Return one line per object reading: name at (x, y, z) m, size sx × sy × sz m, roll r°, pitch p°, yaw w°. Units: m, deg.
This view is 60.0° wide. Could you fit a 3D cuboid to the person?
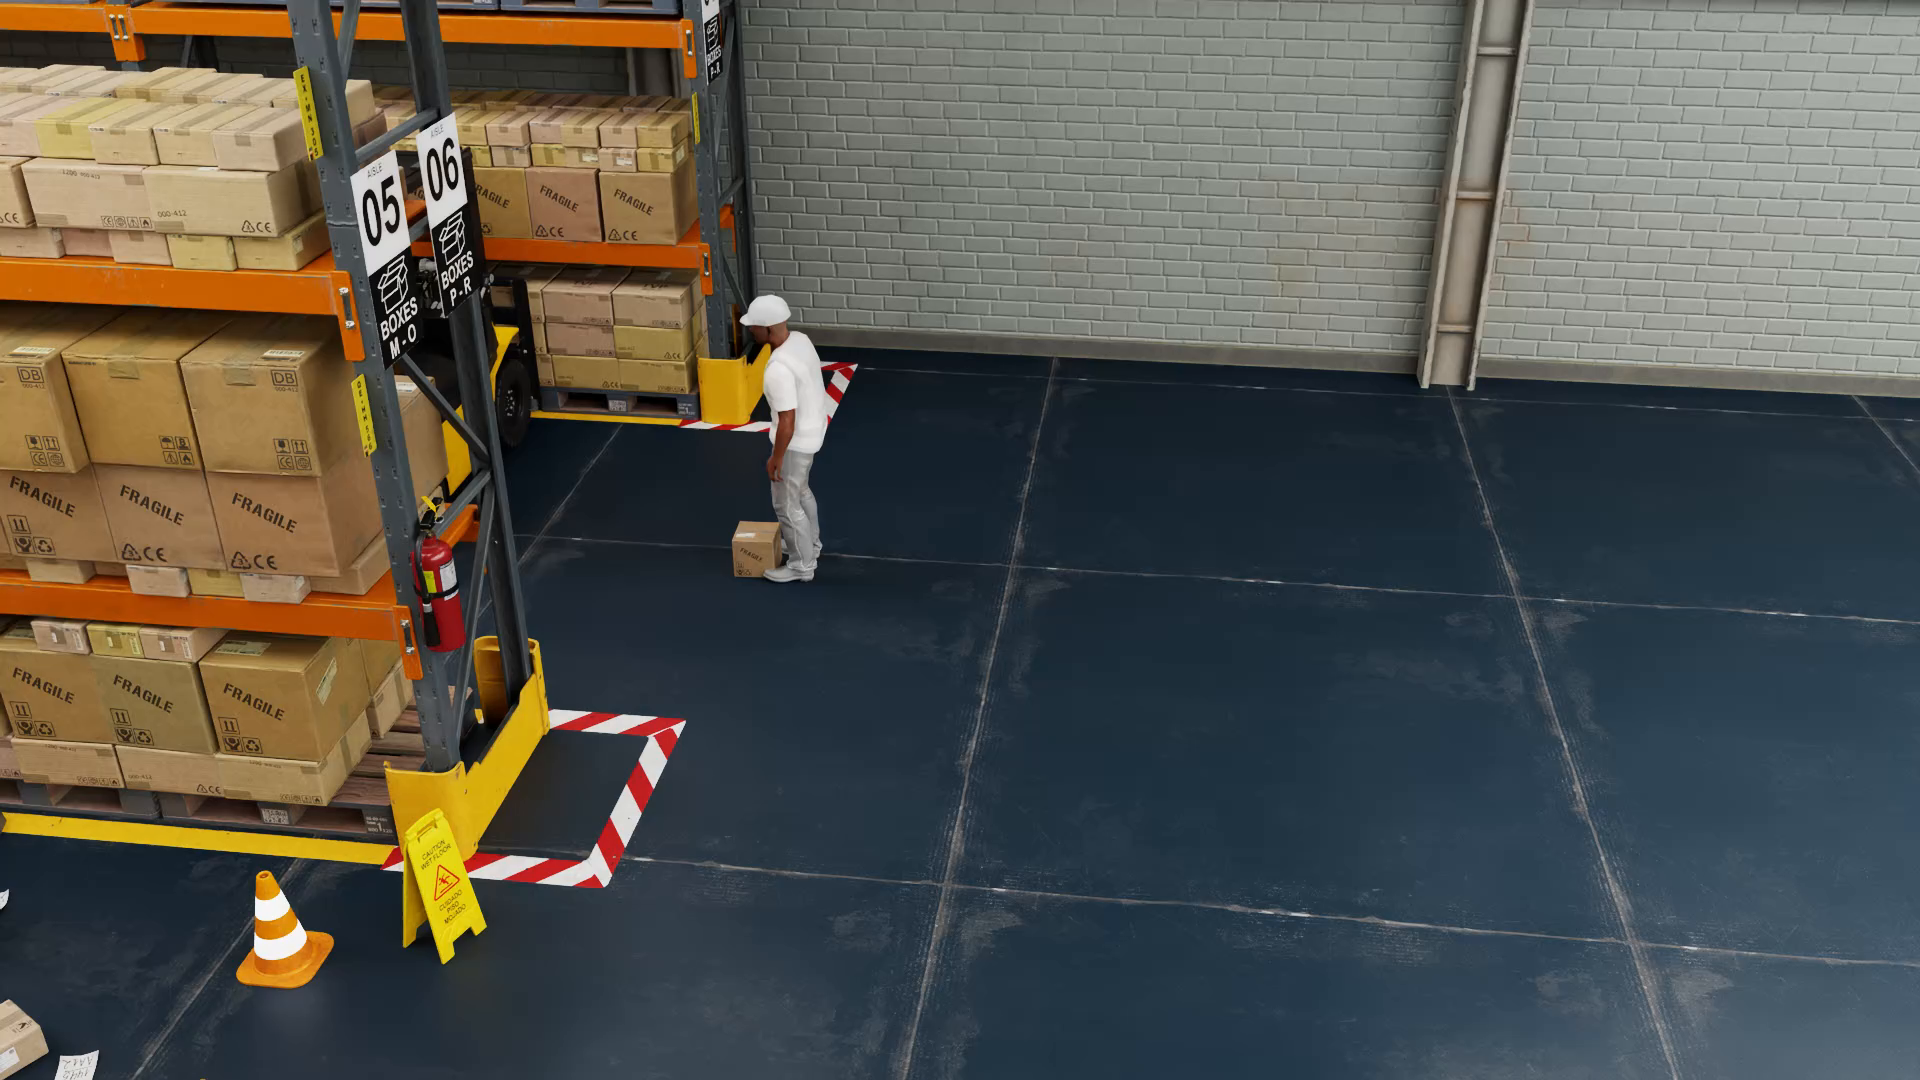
person at (-1.008, -0.600, 9.721) m, size 0.462 × 1.761 × 0.629 m, roll 3°, pitch 28°, yaw 6°
